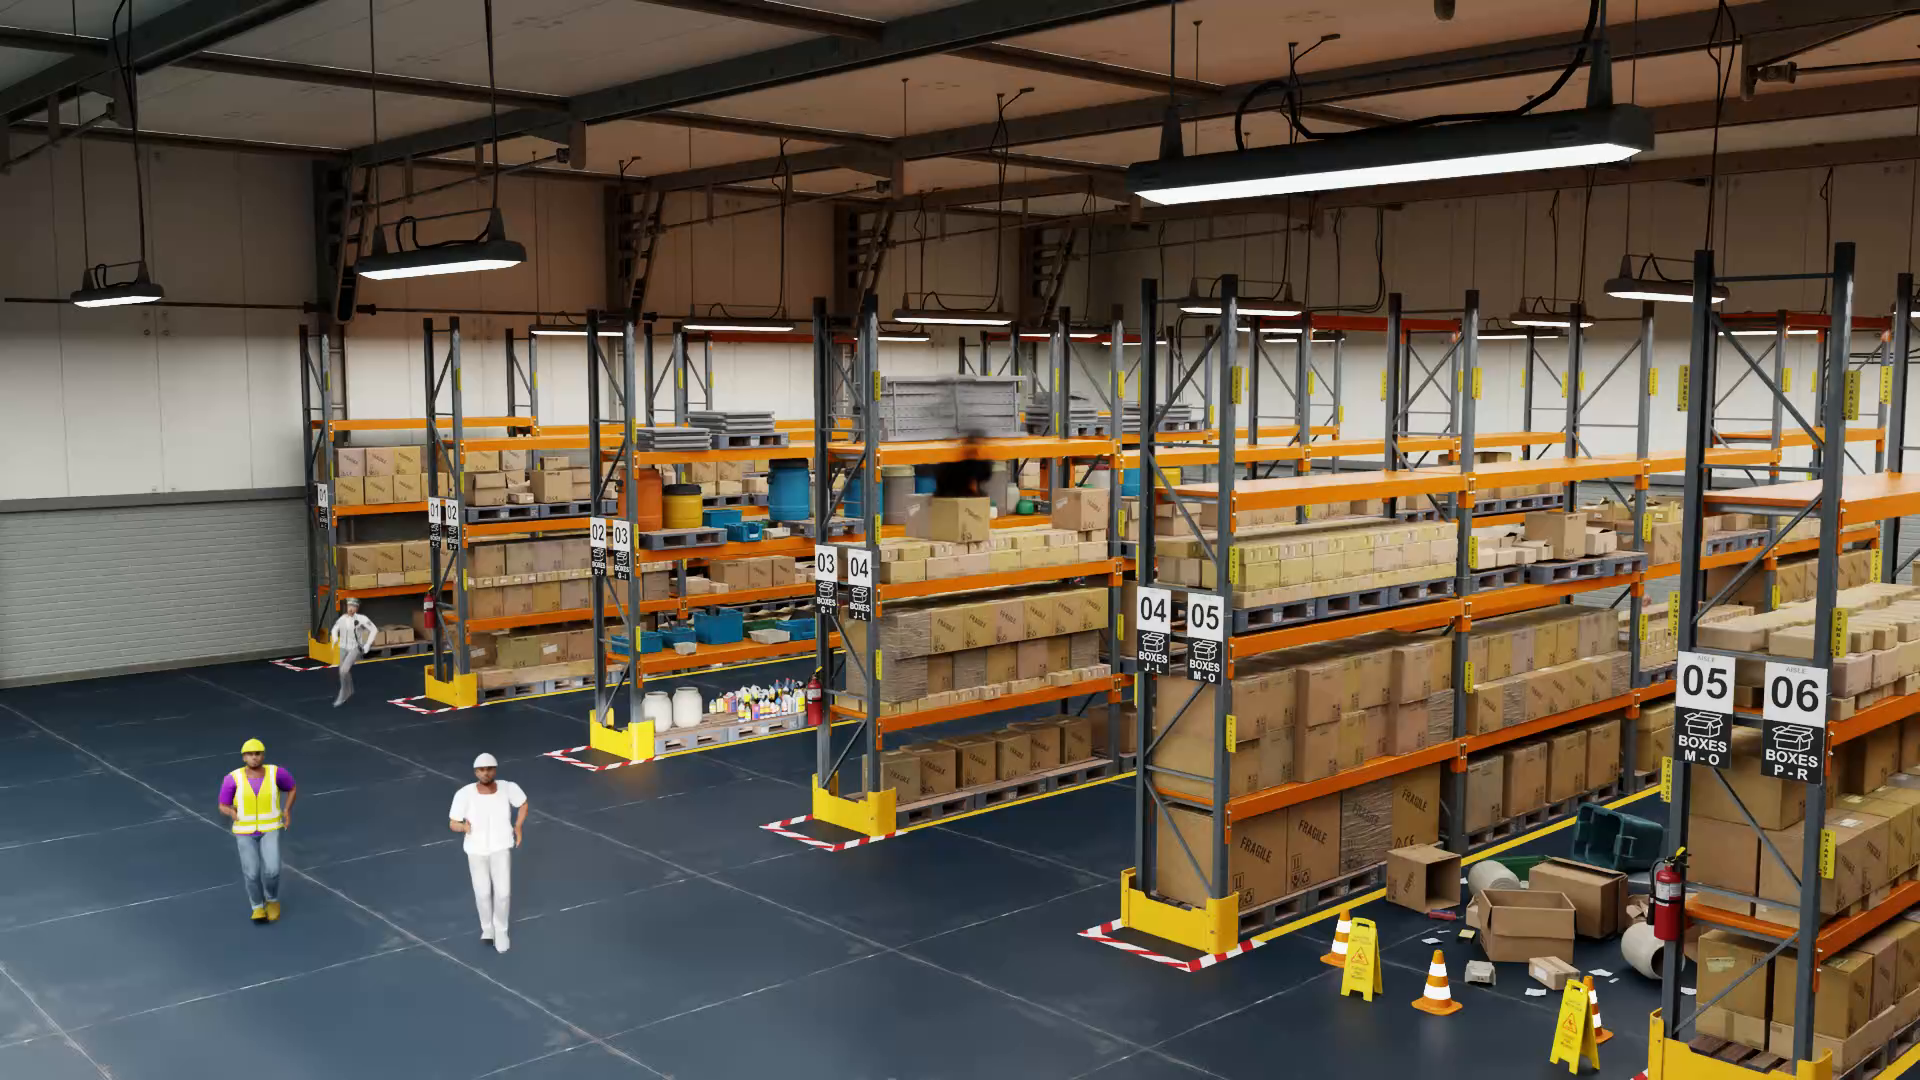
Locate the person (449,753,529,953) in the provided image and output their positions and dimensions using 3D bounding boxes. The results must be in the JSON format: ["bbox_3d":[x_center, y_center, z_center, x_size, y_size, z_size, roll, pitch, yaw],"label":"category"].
[{"bbox_3d":[-4.203,2.798,14.859,0.677,1.794,0.683,-1,6,-13],"label":"person"}]

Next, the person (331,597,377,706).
[{"bbox_3d":[-9.489,1.726,25.963,0.675,1.703,0.667,1,6,13],"label":"person"}]

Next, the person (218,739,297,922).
[{"bbox_3d":[-6.540,2.731,15.518,0.680,1.750,0.626,-2,6,-22],"label":"person"}]

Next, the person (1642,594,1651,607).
[{"bbox_3d":[10.478,1.712,25.577,0.969,1.740,0.719,-4,7,-38],"label":"person"}]
